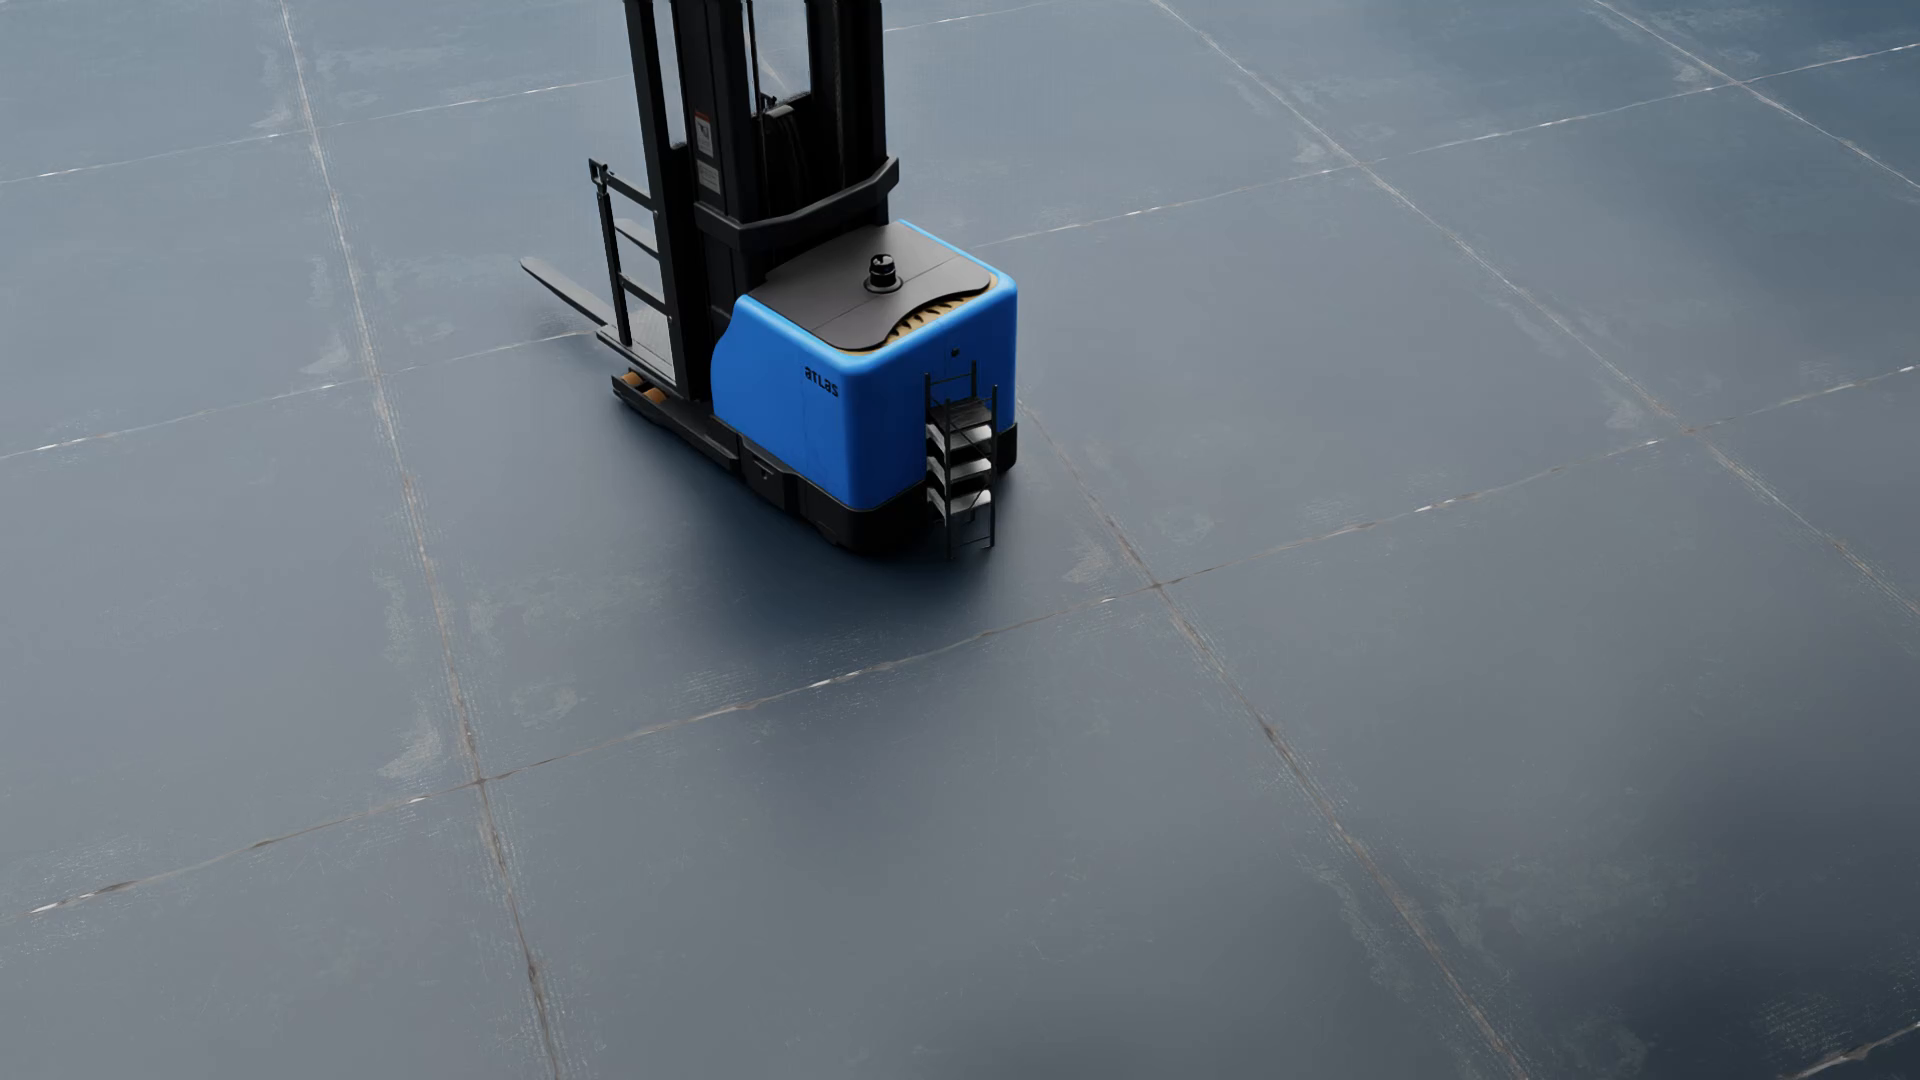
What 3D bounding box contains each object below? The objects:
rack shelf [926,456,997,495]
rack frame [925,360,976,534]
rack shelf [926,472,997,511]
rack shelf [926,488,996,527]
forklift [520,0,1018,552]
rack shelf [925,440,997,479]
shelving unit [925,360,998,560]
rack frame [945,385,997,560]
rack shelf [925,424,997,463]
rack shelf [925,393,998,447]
[{"bbox_3d":[0.004,-0.318,7.399,0.258,0.077,0.200,-17,44,-19],"label":"rack shelf"},{"bbox_3d":[-0.039,-0.403,7.447,0.240,0.900,0.006,-17,44,-19],"label":"rack frame"},{"bbox_3d":[0.004,-0.249,7.458,0.258,0.077,0.200,-17,44,-19],"label":"rack shelf"},{"bbox_3d":[0.004,-0.181,7.516,0.258,0.077,0.200,-17,44,-19],"label":"rack shelf"},{"bbox_3d":[-1.116,-1.916,7.649,1.130,2.935,3.031,-33,50,-32],"label":"forklift"},{"bbox_3d":[0.004,-0.386,7.340,0.258,0.077,0.200,-17,44,-19],"label":"rack shelf"},{"bbox_3d":[0.004,-0.343,7.377,0.258,0.900,0.210,-17,44,-19],"label":"shelving unit"},{"bbox_3d":[0.047,-0.283,7.307,0.240,0.900,0.006,-17,44,-19],"label":"rack frame"},{"bbox_3d":[0.004,-0.454,7.281,0.258,0.077,0.200,-17,44,-19],"label":"rack shelf"},{"bbox_3d":[0.004,-0.522,7.223,0.258,0.077,0.200,-17,44,-19],"label":"rack shelf"}]
